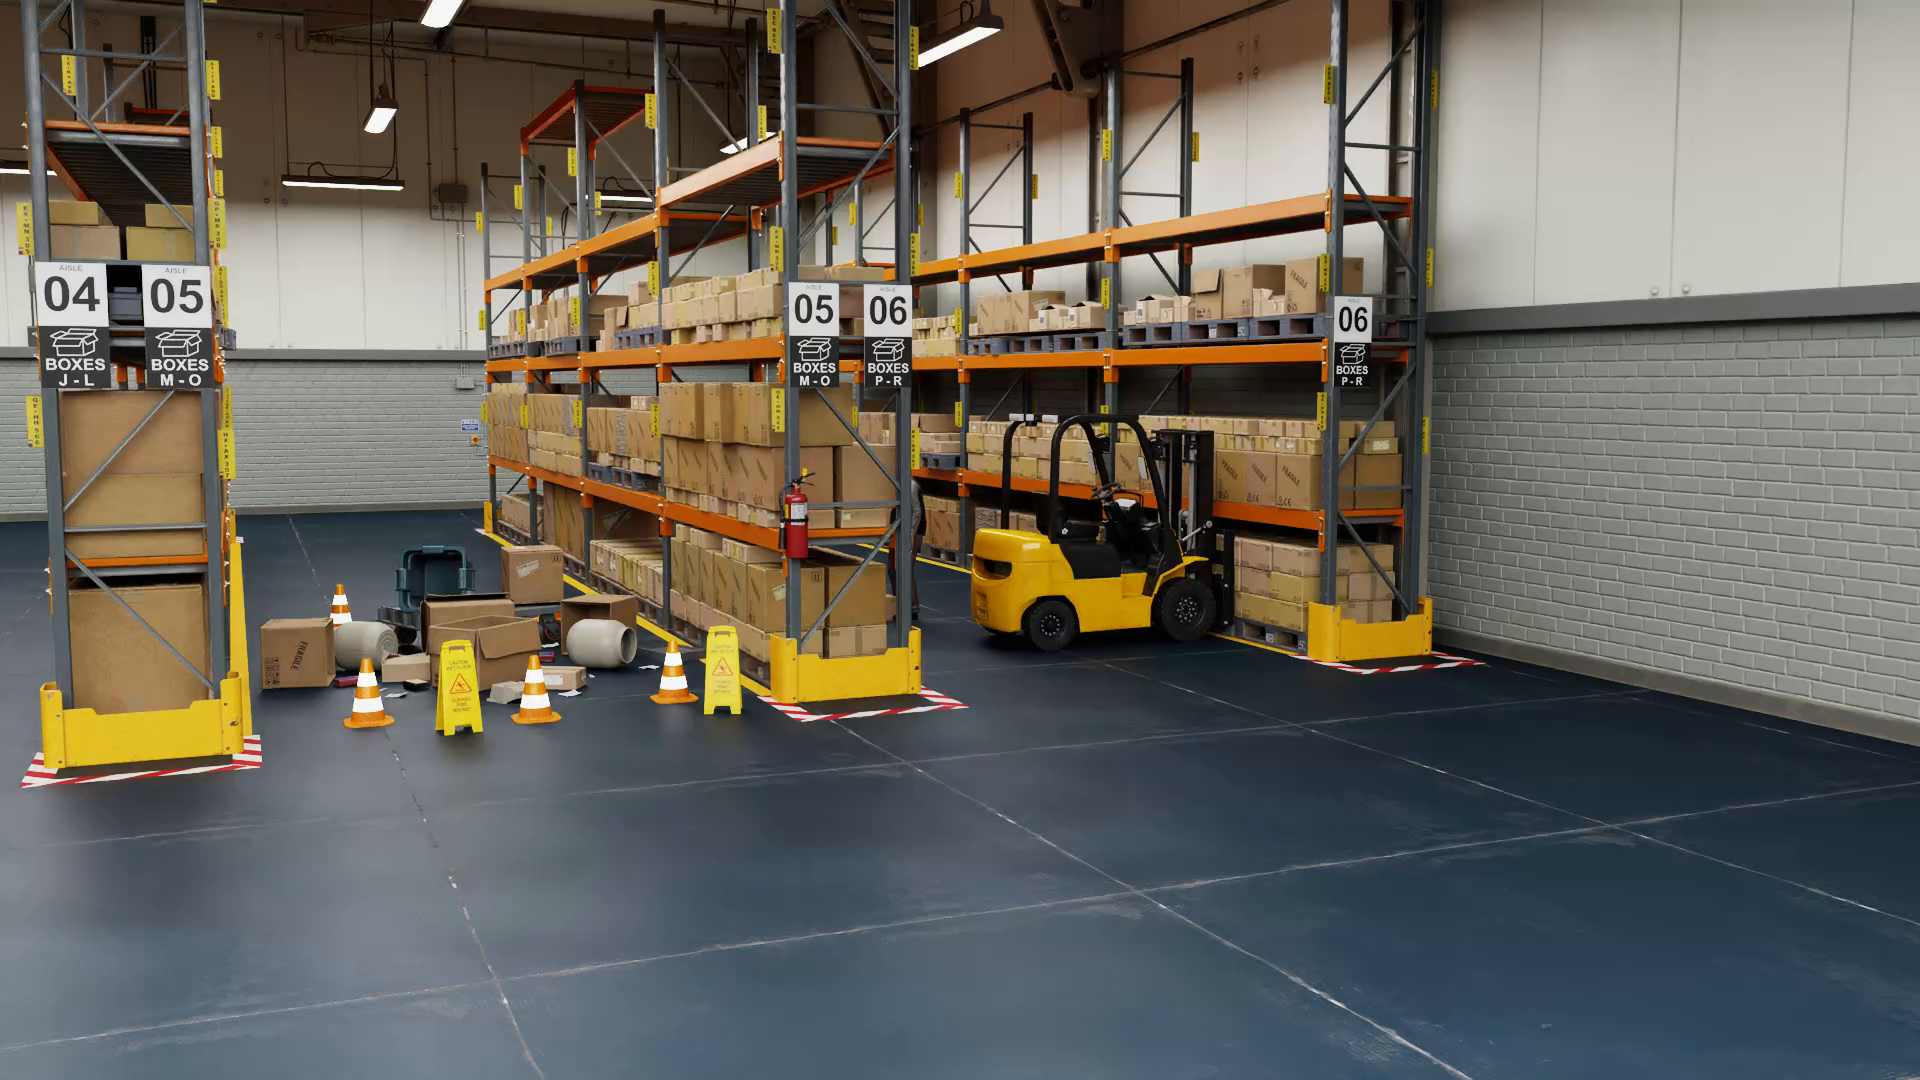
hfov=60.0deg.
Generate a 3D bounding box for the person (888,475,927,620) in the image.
[{"bbox_3d":[-0.571,-0.040,17.308,0.413,1.721,0.581,-2,6,-24],"label":"person"}]
